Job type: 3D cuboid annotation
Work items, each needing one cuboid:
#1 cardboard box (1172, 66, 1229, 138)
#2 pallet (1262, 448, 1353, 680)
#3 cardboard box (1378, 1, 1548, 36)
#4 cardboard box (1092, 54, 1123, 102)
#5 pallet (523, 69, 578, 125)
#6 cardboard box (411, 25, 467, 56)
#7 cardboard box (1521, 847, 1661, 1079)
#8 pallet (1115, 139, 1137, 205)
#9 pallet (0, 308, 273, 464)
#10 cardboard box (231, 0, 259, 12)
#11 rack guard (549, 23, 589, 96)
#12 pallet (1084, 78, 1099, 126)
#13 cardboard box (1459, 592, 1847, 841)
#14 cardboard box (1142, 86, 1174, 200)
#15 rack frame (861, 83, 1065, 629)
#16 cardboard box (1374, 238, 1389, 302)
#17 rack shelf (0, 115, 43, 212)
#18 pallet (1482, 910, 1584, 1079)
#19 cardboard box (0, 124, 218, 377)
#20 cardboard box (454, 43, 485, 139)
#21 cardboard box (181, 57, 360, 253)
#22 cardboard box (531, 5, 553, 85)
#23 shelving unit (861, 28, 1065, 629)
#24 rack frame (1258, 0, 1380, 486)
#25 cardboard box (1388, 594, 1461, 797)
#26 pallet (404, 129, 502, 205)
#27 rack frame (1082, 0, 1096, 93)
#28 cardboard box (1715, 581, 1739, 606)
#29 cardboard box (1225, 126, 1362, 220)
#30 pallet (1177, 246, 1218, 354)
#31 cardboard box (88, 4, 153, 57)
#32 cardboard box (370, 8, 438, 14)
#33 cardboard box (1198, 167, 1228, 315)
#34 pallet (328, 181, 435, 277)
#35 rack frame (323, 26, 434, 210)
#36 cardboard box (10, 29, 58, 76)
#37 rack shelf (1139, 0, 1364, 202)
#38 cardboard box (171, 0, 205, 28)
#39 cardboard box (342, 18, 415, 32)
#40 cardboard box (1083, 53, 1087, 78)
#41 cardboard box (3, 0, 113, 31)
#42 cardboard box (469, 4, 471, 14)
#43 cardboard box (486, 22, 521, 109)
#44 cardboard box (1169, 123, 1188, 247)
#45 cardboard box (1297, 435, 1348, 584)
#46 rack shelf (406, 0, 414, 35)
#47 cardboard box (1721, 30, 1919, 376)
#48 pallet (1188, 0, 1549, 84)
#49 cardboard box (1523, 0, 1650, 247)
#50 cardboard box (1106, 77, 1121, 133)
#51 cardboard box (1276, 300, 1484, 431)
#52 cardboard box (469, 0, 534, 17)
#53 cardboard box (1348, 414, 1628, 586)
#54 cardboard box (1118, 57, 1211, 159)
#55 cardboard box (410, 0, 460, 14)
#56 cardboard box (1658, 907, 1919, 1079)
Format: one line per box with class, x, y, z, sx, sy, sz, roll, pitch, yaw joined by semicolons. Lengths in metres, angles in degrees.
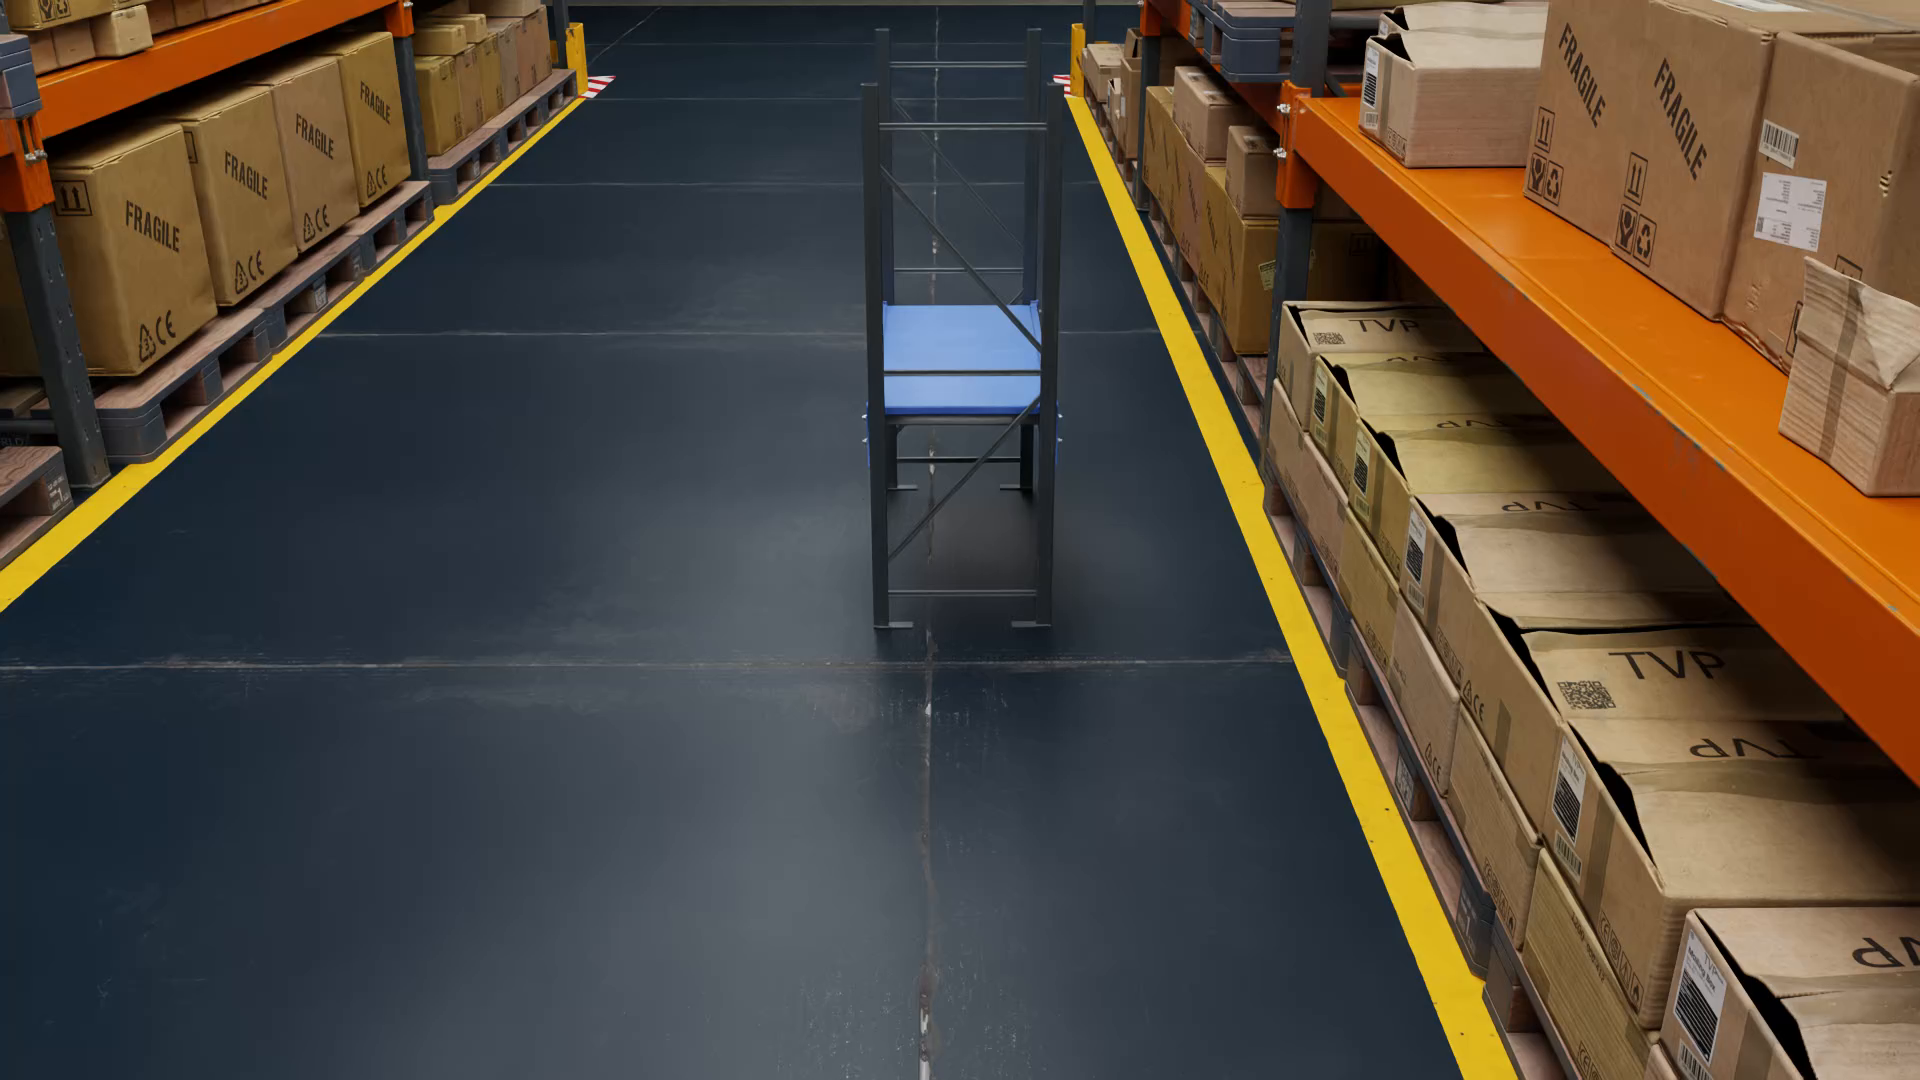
cardboard box;1.264;-2.017;7.659;0.500;0.250;0.500;0;24;0
pallet;1.505;0.032;4.923;1.003;0.211;1.213;0;24;-1
cardboard box;1.495;-1.387;4.785;0.500;0.311;0.500;1;24;3
cardboard box;1.181;-3.185;11.454;0.500;0.250;0.500;0;24;-1
pallet;-3.419;-3.251;12.182;1.003;0.211;1.213;0;24;-1
cardboard box;-3.189;-3.001;9.981;0.380;0.149;0.250;1;24;1
cardboard box;1.280;0.754;2.770;0.500;0.250;0.500;-1;24;-1
pallet;1.485;-2.238;9.943;1.003;0.211;1.213;0;24;-1
pallet;-3.352;-0.609;6.340;1.003;0.211;1.213;0;24;-1
cardboard box;-3.214;-2.326;7.033;0.380;0.149;0.250;0;24;1
rack guard;-3.506;-3.721;12.872;1.175;0.500;0.348;0;24;-1
pallet;1.458;-3.244;12.166;1.003;0.211;1.213;0;24;-1
cardboard box;1.272;0.291;3.113;0.500;0.311;0.500;0;24;-1
cardboard box;1.253;-2.087;8.724;0.500;0.500;0.500;-1;24;-3
rack frame;0.006;-0.439;4.400;0.500;1.500;0.032;0;24;-1
cardboard box;1.804;-1.044;6.417;0.500;0.500;0.500;-1;24;-2
rack shelf;-3.397;-0.402;3.372;1.077;0.370;4.000;0;24;-1
pallet;1.532;1.038;2.700;1.003;0.211;1.213;0;24;-1
cardboard box;-3.295;-1.069;6.074;0.750;0.750;0.750;-1;24;-1
cardboard box;-3.370;-2.770;10.259;0.700;0.500;0.500;0;24;-1
cardboard box;-3.312;-1.781;7.646;0.750;0.750;0.750;0;24;1
cardboard box;-3.398;-3.615;12.126;0.700;0.500;0.500;0;24;-1
shelving unit;0.001;-0.648;4.863;0.538;1.500;1.048;0;24;-1
rack frame;1.535;-1.578;5.099;1.000;3.000;0.127;0;24;-1
cardboard box;1.270;0.333;3.700;0.500;0.250;0.500;0;24;1
pallet;-3.392;-2.245;9.958;1.003;0.211;1.213;0;24;-1
rack frame;1.448;-4.874;12.387;1.000;3.000;0.127;0;24;-1
cardboard box;1.805;0.072;3.598;0.500;0.311;0.500;0;24;1
cardboard box;1.285;-1.388;6.269;0.500;0.250;0.500;1;24;1
pallet;1.554;-1.116;7.463;1.003;0.211;1.213;0;24;-1
cardboard box;-3.103;-1.799;5.868;0.380;0.149;0.250;0;24;1
cardboard box;-3.582;-3.334;10.719;0.380;0.149;0.250;-1;24;-2
cardboard box;1.285;-1.237;6.844;0.500;0.500;0.500;-1;24;-2
pallet;-3.378;-1.614;8.563;1.003;0.211;1.213;0;24;-1
rack frame;-3.462;-3.202;8.690;1.000;3.000;0.127;0;24;-1
cardboard box;-3.190;-1.585;5.396;0.380;0.149;0.250;-1;24;-1
rack shelf;1.513;-2.074;7.069;1.077;0.370;4.000;0;24;-1
cardboard box;-3.232;-2.115;6.568;0.380;0.149;0.250;0;24;0
cardboard box;-3.576;-3.124;10.254;0.380;0.149;0.250;-1;24;-2
cardboard box;1.111;-3.507;12.268;0.380;0.166;0.250;0;24;-1
cardboard box;-3.168;-1.945;5.405;0.500;0.500;0.500;0;24;1
cardboard box;-3.593;-3.752;11.643;0.380;0.149;0.250;0;24;0
cardboard box;-3.386;-3.201;11.212;0.700;0.500;0.500;-1;24;-2
cardboard box;1.268;-1.661;7.783;0.500;0.500;0.500;0;24;0
cardboard box;1.253;-0.092;4.641;0.500;0.250;0.500;-1;24;-2
rack shelf;-3.484;-3.699;10.661;1.077;0.370;4.000;0;24;-1
cardboard box;1.581;-0.509;2.613;0.500;0.500;0.500;1;24;3
pallet;1.457;-1.769;5.755;1.213;0.211;1.003;0;24;-1
cardboard box;1.570;-0.932;3.549;0.500;0.500;0.500;-2;24;-3
cardboard box;1.193;-2.744;10.406;0.500;0.311;0.500;0;24;-1
cardboard box;1.247;-0.555;4.983;0.500;0.311;0.500;1;24;1
cardboard box;-3.211;-3.753;11.645;0.380;0.149;0.250;0;24;1
cardboard box;1.264;-0.128;4.040;0.500;0.311;0.500;-1;24;-2
cardboard box;1.201;-2.521;9.684;0.500;0.500;0.500;0;24;-1
cardboard box;-3.587;-3.544;11.183;0.380;0.149;0.250;0;24;0
cardboard box;1.288;0.711;2.185;0.500;0.311;0.500;0;24;-1
